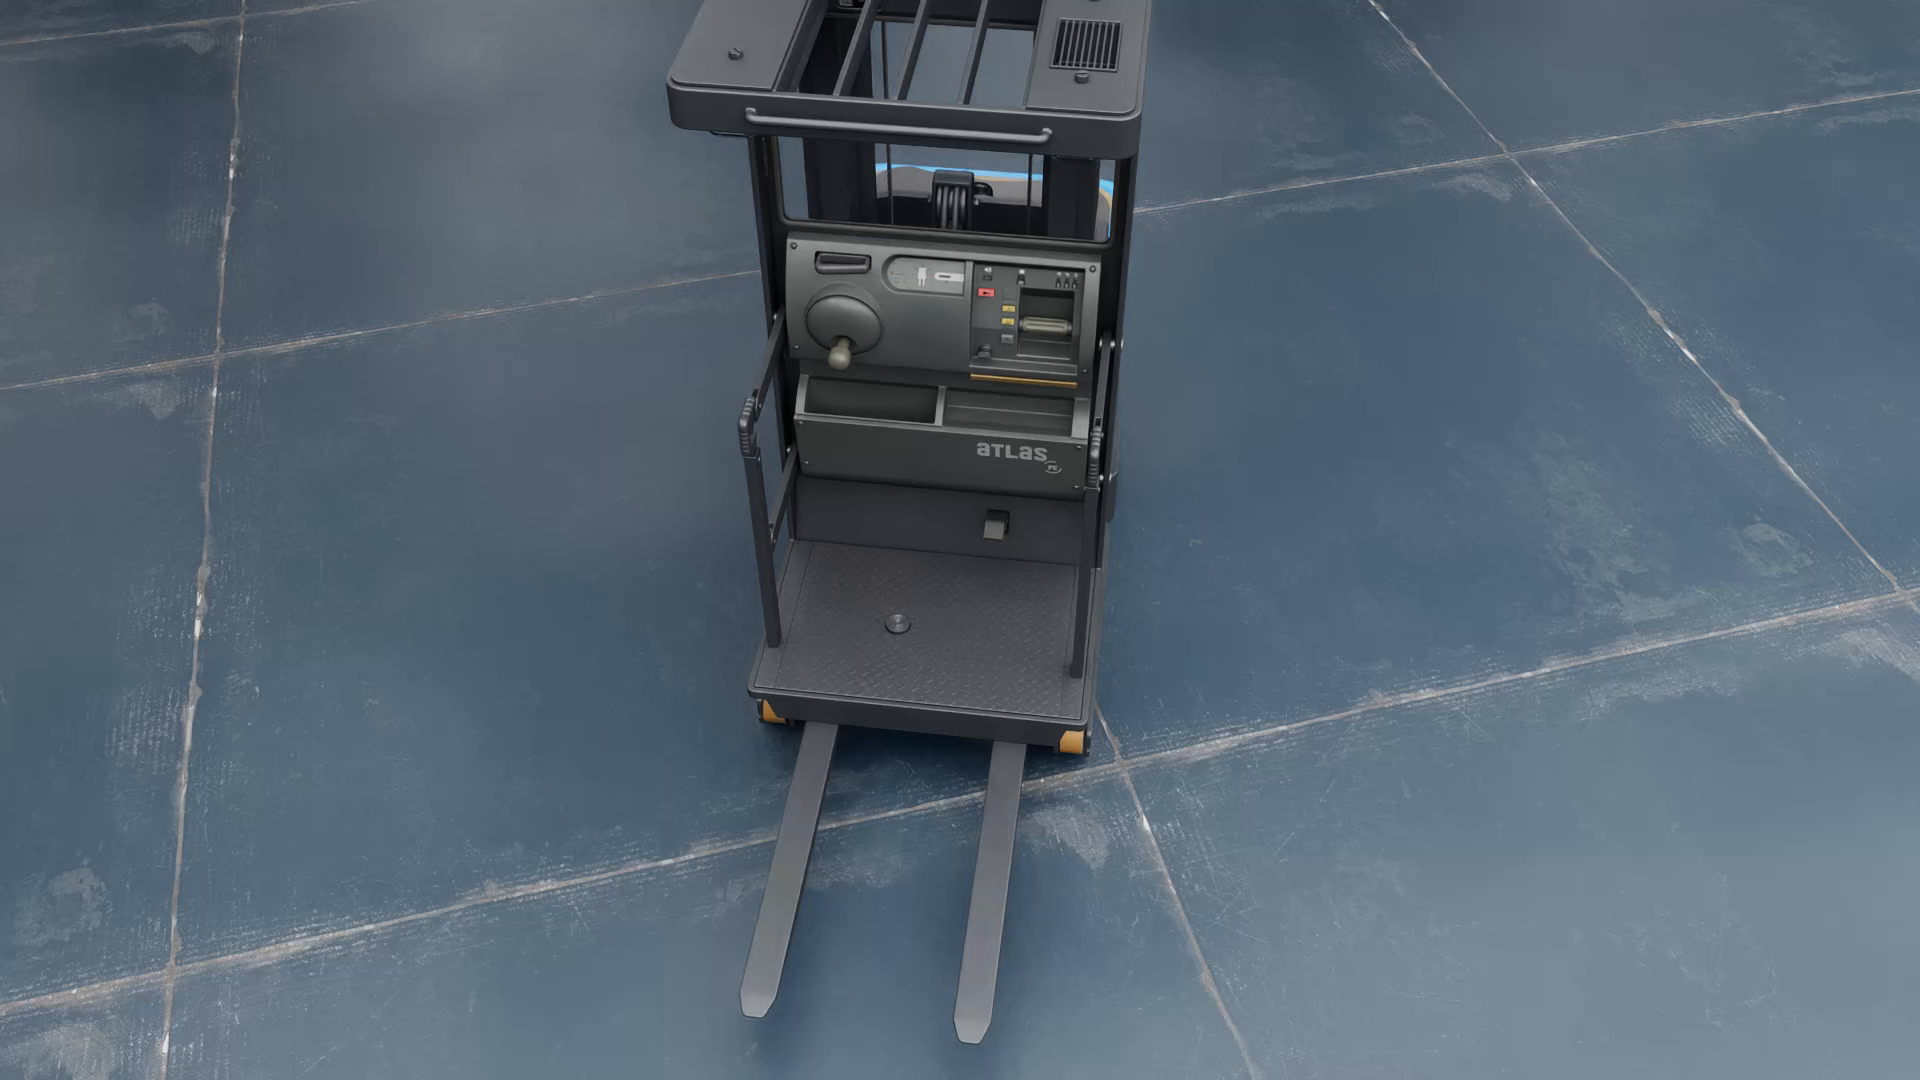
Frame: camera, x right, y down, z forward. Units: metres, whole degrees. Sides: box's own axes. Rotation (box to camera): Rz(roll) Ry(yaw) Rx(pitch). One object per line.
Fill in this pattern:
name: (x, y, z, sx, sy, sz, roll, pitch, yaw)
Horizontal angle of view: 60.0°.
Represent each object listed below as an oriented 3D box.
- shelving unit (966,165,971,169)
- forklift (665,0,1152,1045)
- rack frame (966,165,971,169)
shelving unit: (-0.076, -1.055, 6.654, 0.258, 0.900, 0.210, -1, 46, -1)
forklift: (-0.081, -0.585, 4.771, 1.130, 2.935, 3.031, 5, 46, 5)
rack frame: (-0.078, -1.128, 6.725, 0.240, 0.900, 0.006, -1, 46, -1)
